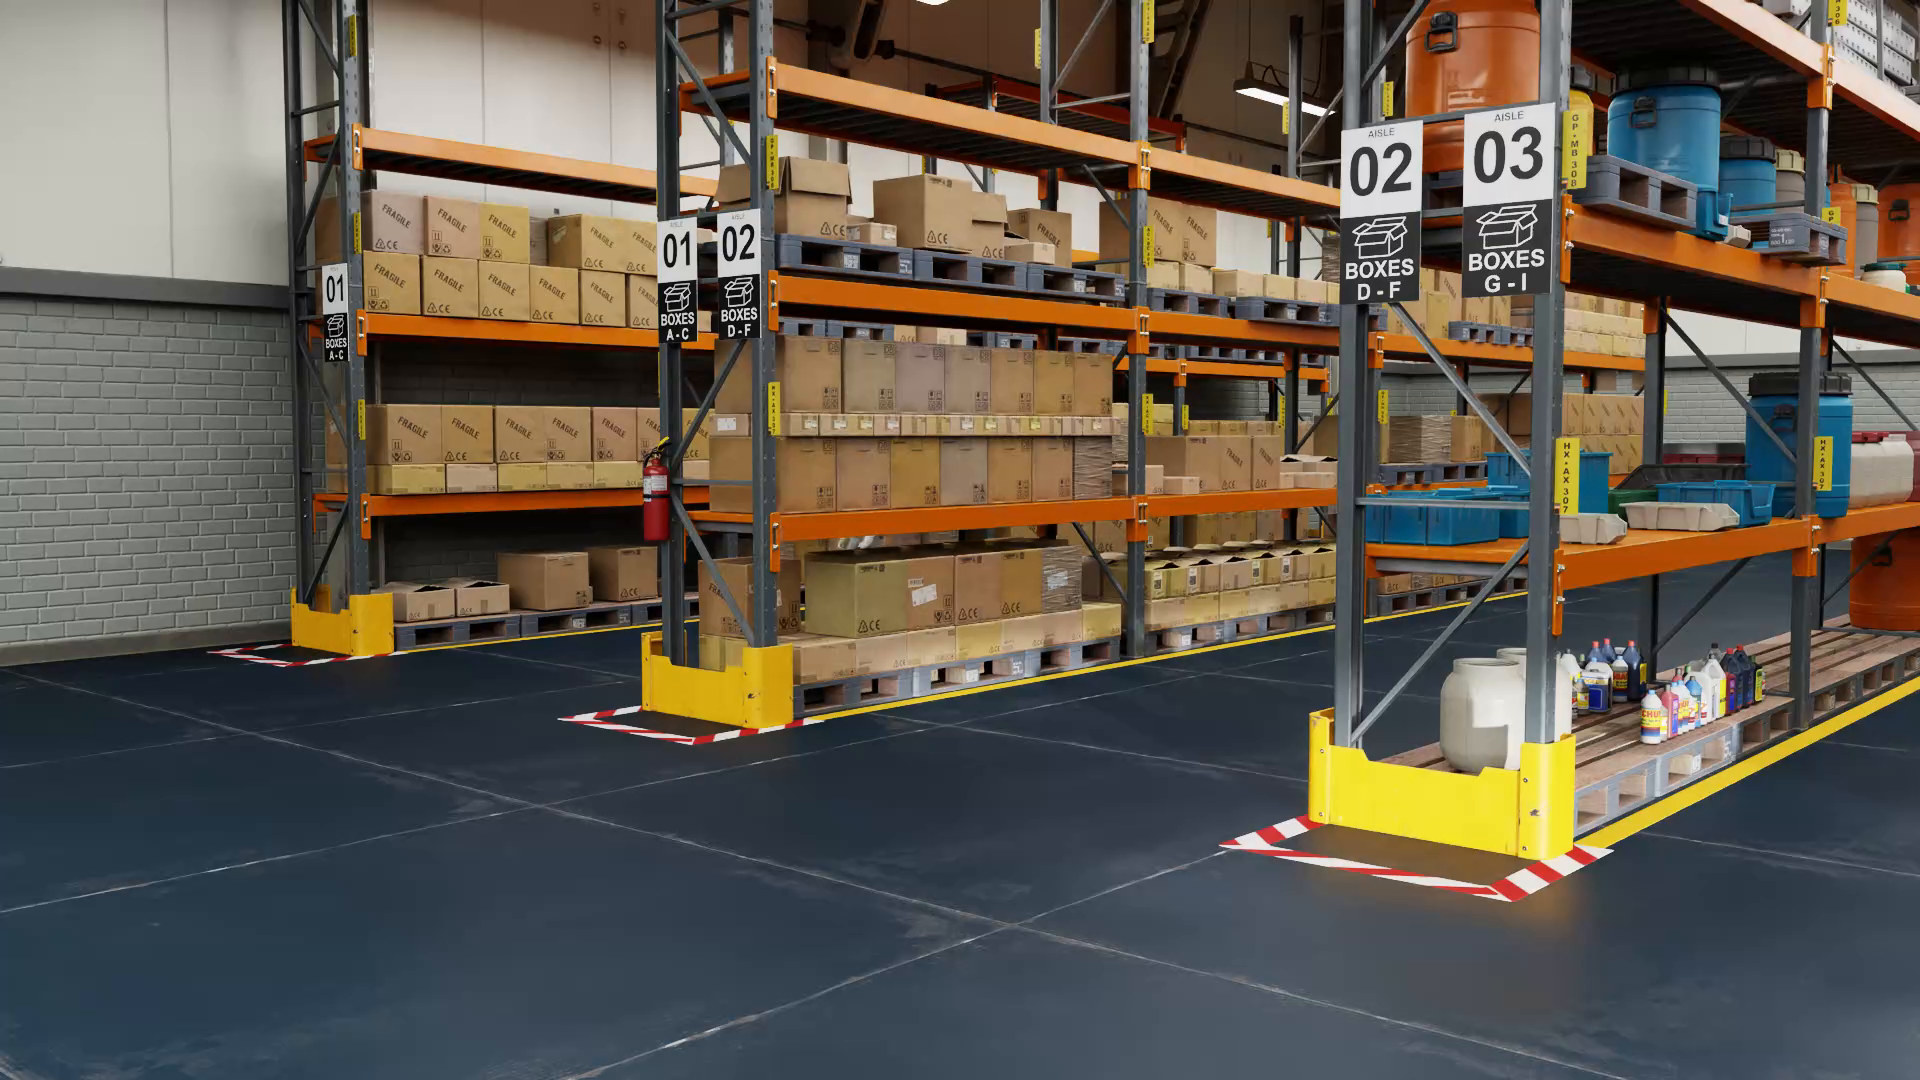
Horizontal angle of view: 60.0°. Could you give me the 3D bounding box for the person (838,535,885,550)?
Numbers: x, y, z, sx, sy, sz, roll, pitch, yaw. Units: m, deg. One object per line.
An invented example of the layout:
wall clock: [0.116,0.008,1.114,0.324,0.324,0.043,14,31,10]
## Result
person: [-0.987,0.002,16.673,0.526,1.522,0.591,3,5,42]
